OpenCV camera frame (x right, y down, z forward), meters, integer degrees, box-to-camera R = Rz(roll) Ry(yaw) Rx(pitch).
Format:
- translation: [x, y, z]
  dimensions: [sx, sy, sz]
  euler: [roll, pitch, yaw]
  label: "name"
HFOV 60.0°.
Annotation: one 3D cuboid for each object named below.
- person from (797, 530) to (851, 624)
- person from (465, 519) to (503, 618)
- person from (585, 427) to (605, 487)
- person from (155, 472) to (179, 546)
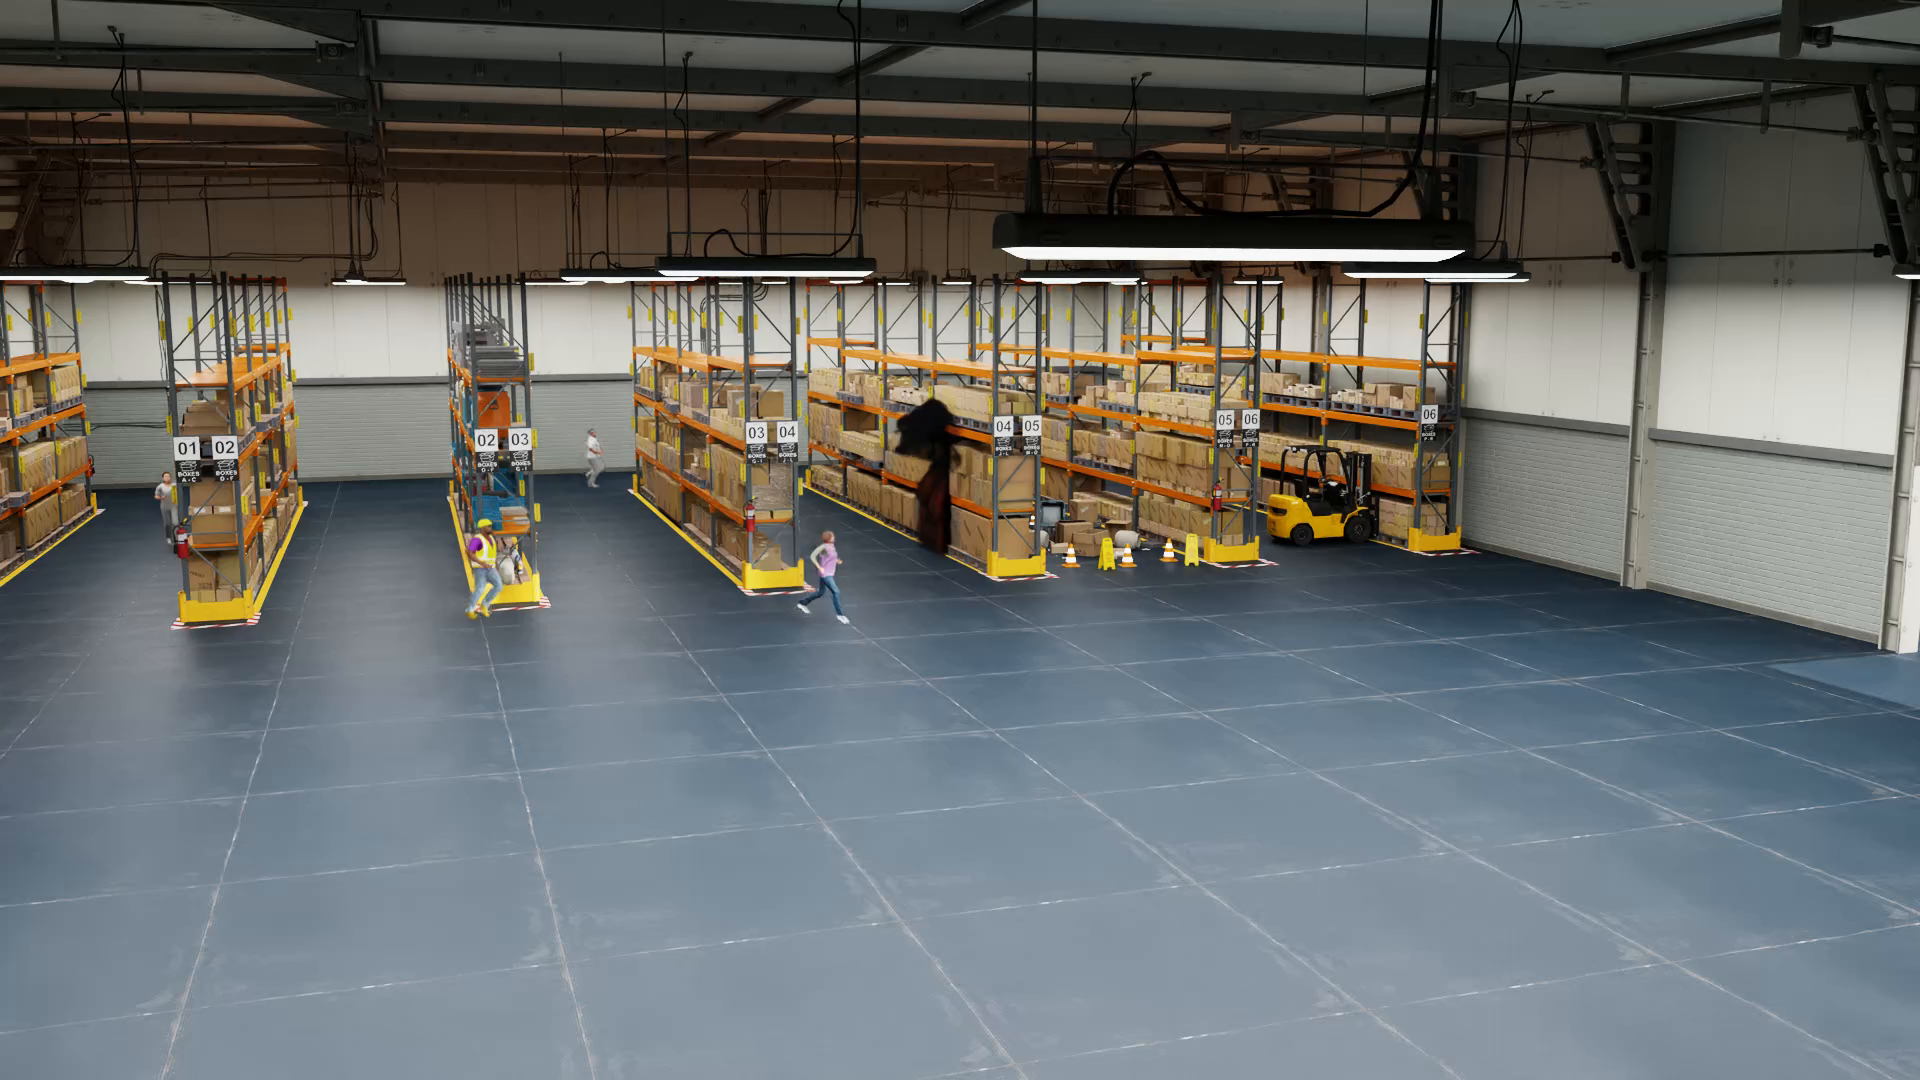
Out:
- translation: [-2.351, 0.636, 28.693]
  dimensions: [0.964, 1.630, 0.506]
  euler: [1, 9, 8]
  label: "person"
- translation: [-8.303, 0.493, 29.133]
  dimensions: [0.615, 1.728, 0.767]
  euler: [4, 9, 25]
  label: "person"
- translation: [-10.594, -2.407, 48.247]
  dimensions: [0.593, 1.743, 0.659]
  euler: [-1, 9, -8]
  label: "person"
- translation: [-17.533, -0.677, 36.872]
  dimensions: [0.559, 1.688, 0.904]
  euler: [-5, 10, -29]
  label: "person"
